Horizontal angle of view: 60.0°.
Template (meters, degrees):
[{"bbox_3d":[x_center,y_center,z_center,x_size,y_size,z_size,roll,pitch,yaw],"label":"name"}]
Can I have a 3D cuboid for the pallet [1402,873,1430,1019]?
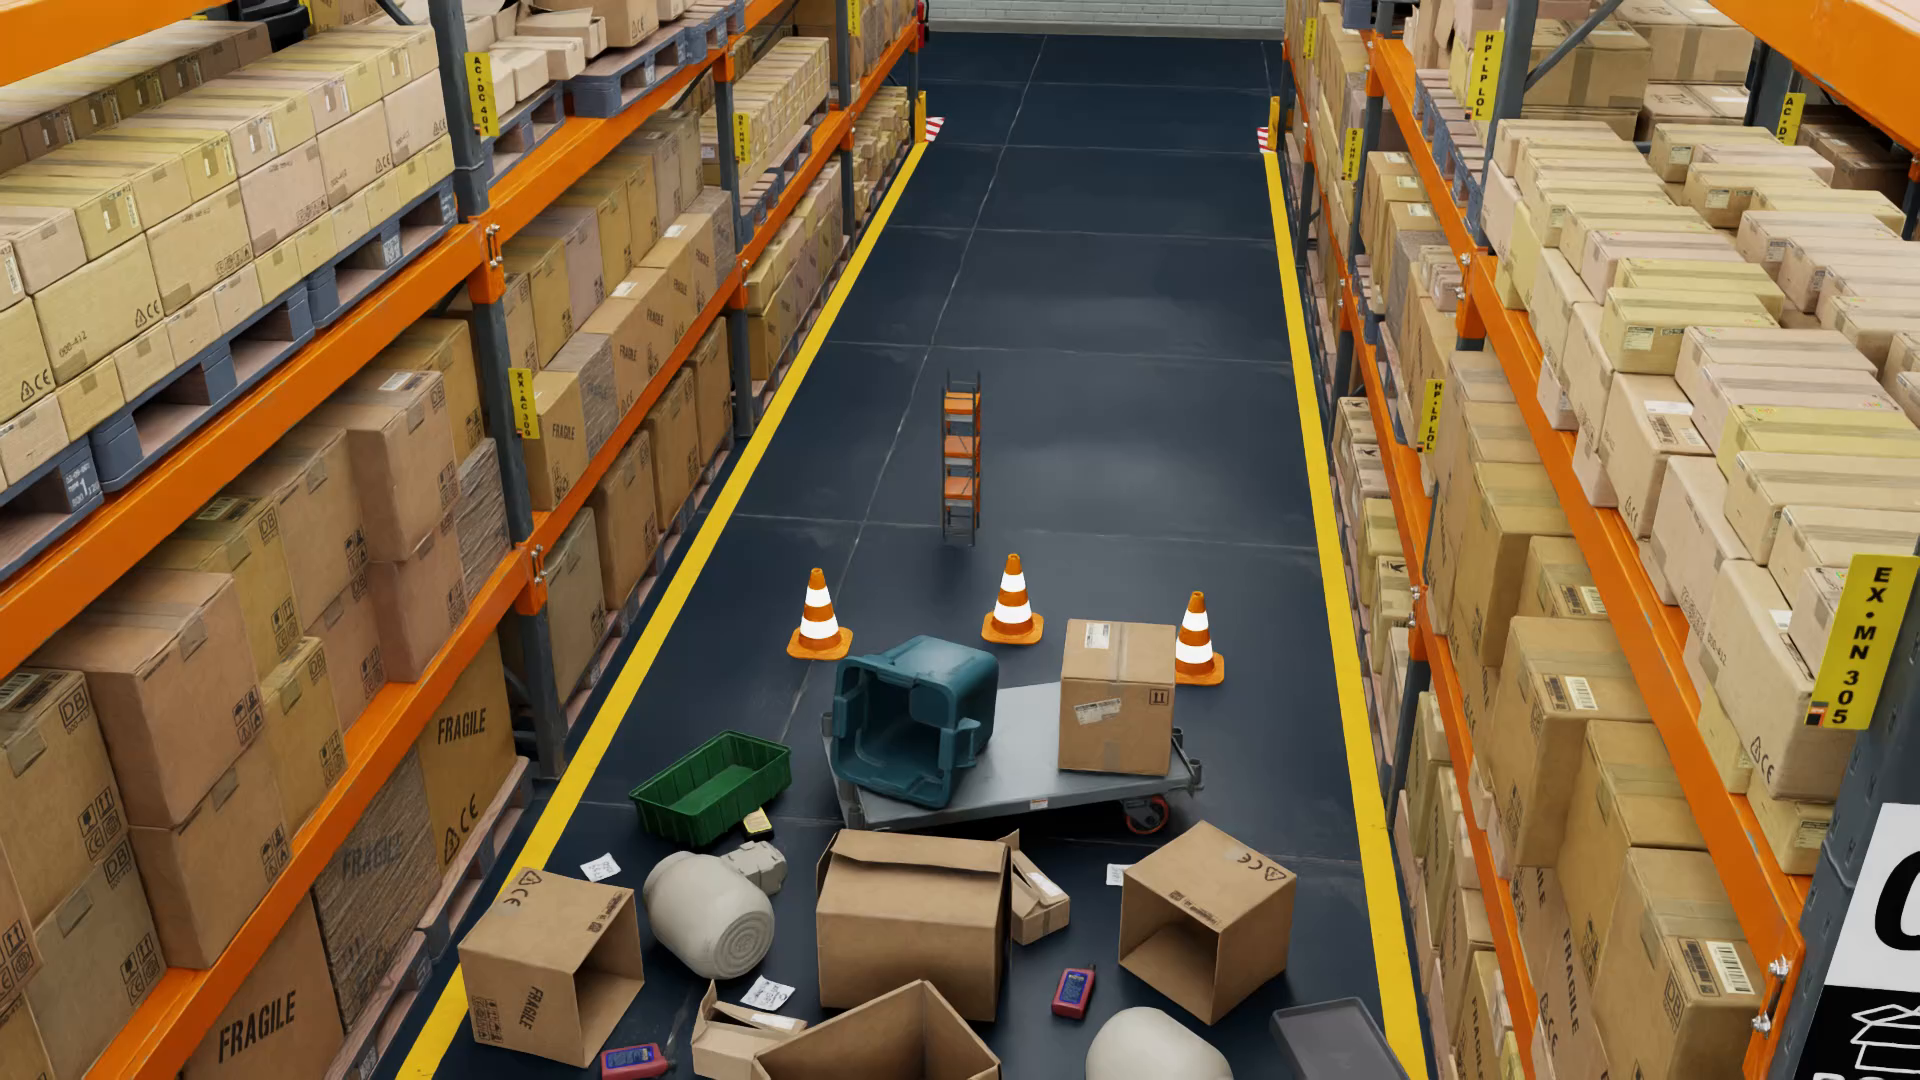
[{"bbox_3d":[2.443,1.582,7.091,1.003,0.211,1.213,3,28,6],"label":"pallet"}]

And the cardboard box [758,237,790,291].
[{"bbox_3d":[-1.557,-2.051,12.296,0.500,0.250,0.500,3,28,6],"label":"cardboard box"}]

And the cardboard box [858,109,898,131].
[{"bbox_3d":[-0.843,-4.288,16.983,0.380,0.149,0.250,4,29,8],"label":"cardboard box"}]

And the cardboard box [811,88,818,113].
[{"bbox_3d":[-1.370,-3.606,13.603,0.380,0.149,0.250,3,28,6],"label":"cardboard box"}]

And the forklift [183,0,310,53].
[{"bbox_3d":[-5.103,-2.244,11.325,3.031,2.935,1.130,11,30,19],"label":"forklift"}]

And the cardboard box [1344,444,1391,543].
[{"bbox_3d":[2.819,-0.261,9.901,0.950,0.372,0.625,3,28,5],"label":"cardboard box"}]

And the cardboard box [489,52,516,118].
[{"bbox_3d":[-2.113,-1.964,7.163,0.258,0.266,0.396,3,28,5],"label":"cardboard box"}]

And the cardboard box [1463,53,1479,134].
[{"bbox_3d":[2.485,-1.924,7.212,0.500,0.250,0.500,4,29,7],"label":"cardboard box"}]

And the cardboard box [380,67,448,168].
[{"bbox_3d":[-2.240,-1.572,6.138,0.500,0.250,0.500,3,28,6],"label":"cardboard box"}]

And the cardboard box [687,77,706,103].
[{"bbox_3d":[-2.146,-3.411,12.614,0.380,0.149,0.250,4,29,8],"label":"cardboard box"}]

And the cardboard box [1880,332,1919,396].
[{"bbox_3d":[2.507,-0.385,4.064,0.380,0.149,0.250,4,29,8],"label":"cardboard box"}]

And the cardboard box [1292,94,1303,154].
[{"bbox_3d":[3.979,-4.353,17.426,0.875,0.438,0.875,2,28,4],"label":"cardboard box"}]

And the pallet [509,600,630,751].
[{"bbox_3d":[-2.415,0.656,8.809,1.003,0.211,1.213,3,28,6],"label":"pallet"}]

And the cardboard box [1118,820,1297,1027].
[{"bbox_3d":[1.009,1.561,6.823,0.500,0.500,0.500,-24,36,-37],"label":"cardboard box"}]

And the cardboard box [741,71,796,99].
[{"bbox_3d":[-1.470,-3.492,12.764,0.380,0.149,0.250,2,28,4],"label":"cardboard box"}]

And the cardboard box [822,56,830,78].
[{"bbox_3d":[-1.307,-3.976,13.976,0.380,0.149,0.250,4,29,8],"label":"cardboard box"}]

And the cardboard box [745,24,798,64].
[{"bbox_3d":[-1.675,-4.389,14.815,0.500,0.500,0.500,3,28,6],"label":"cardboard box"}]

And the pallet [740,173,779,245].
[{"bbox_3d":[-1.963,-2.344,11.640,1.213,0.211,1.003,3,28,6],"label":"pallet"}]

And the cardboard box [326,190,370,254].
[{"bbox_3d":[-2.254,-1.092,5.668,0.380,0.149,0.250,3,29,6],"label":"cardboard box"}]

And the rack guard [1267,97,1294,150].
[{"bbox_3d":[3.964,-4.523,18.119,1.175,0.500,0.348,3,28,6],"label":"rack guard"}]

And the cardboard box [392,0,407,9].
[{"bbox_3d":[-5.855,-5.286,16.744,0.500,0.250,0.500,3,29,6],"label":"cardboard box"}]

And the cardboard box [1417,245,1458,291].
[{"bbox_3d":[2.405,-1.295,7.946,0.380,0.149,0.250,2,28,4],"label":"cardboard box"}]

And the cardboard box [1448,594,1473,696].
[{"bbox_3d":[2.122,0.290,6.130,0.500,0.500,0.500,3,28,6],"label":"cardboard box"}]

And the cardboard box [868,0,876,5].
[{"bbox_3d":[-1.016,-5.263,15.384,0.500,0.500,0.500,4,29,7],"label":"cardboard box"}]

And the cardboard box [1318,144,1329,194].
[{"bbox_3d":[2.944,-2.753,12.355,0.500,0.250,0.500,3,28,5],"label":"cardboard box"}]

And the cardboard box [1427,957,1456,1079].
[{"bbox_3d":[2.034,1.826,6.155,0.500,0.250,0.500,3,28,6],"label":"cardboard box"}]

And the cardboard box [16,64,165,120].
[{"bbox_3d":[-2.909,-1.483,5.554,0.380,0.149,0.250,3,28,5],"label":"cardboard box"}]

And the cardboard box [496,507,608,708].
[{"bbox_3d":[-2.448,0.304,8.452,1.050,0.750,0.750,3,28,6],"label":"cardboard box"}]

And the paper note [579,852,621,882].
[{"bbox_3d":[-1.618,1.472,7.485,0.147,0.020,0.142,-17,33,-29],"label":"paper note"}]

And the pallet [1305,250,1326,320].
[{"bbox_3d":[3.451,-2.134,13.989,1.003,0.211,1.213,3,28,6],"label":"pallet"}]

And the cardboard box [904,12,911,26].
[{"bbox_3d":[-0.724,-5.572,17.695,0.380,0.149,0.250,3,28,6],"label":"cardboard box"}]

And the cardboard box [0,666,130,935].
[{"bbox_3d":[-2.865,0.701,4.490,0.875,0.550,0.550,3,28,6],"label":"cardboard box"}]

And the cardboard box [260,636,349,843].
[{"bbox_3d":[-2.661,0.667,5.691,0.875,0.550,0.500,3,28,6],"label":"cardboard box"}]

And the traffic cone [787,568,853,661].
[{"bbox_3d":[-0.771,0.369,9.076,0.336,0.463,0.334,3,28,6],"label":"traffic cone"}]

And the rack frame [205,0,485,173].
[{"bbox_3d":[-2.434,-2.845,6.043,1.000,3.000,0.127,3,28,6],"label":"rack frame"}]

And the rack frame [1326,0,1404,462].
[{"bbox_3d":[2.981,-1.847,10.515,1.000,3.000,0.127,3,28,6],"label":"rack frame"}]

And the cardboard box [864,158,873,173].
[{"bbox_3d":[-1.063,-3.679,16.165,0.380,0.149,0.250,5,29,9],"label":"cardboard box"}]

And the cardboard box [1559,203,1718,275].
[{"bbox_3d":[2.045,-0.906,5.030,0.380,0.149,0.250,2,28,5],"label":"cardboard box"}]

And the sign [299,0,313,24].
[{"bbox_3d":[-5.825,-4.753,14.773,0.100,0.325,0.005,3,28,6],"label":"sign"}]

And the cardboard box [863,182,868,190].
[{"bbox_3d":[-1.079,-3.297,15.771,0.380,0.149,0.250,3,28,6],"label":"cardboard box"}]

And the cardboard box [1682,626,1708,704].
[{"bbox_3d":[1.831,0.283,3.665,0.380,0.149,0.250,4,29,8],"label":"cardboard box"}]

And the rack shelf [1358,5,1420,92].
[{"bbox_3d":[3.226,-3.792,11.722,1.077,0.370,4.000,3,28,6],"label":"rack shelf"}]

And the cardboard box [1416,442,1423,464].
[{"bbox_3d":[2.330,-0.419,7.688,0.380,0.149,0.250,3,28,5],"label":"cardboard box"}]

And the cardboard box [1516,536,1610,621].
[{"bbox_3d":[2.075,0.340,4.983,0.700,0.500,0.500,3,28,6],"label":"cardboard box"}]

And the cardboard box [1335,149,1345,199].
[{"bbox_3d":[2.847,-2.485,11.331,0.500,0.250,0.500,3,28,5],"label":"cardboard box"}]

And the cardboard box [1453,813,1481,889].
[{"bbox_3d":[1.984,1.132,5.967,0.380,0.149,0.250,5,29,9],"label":"cardboard box"}]

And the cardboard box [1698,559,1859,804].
[{"bbox_3d":[1.796,0.277,3.255,0.500,0.250,0.500,3,28,6],"label":"cardboard box"}]

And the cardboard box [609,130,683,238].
[{"bbox_3d":[-2.070,-2.122,9.867,0.700,0.500,0.500,3,28,5],"label":"cardboard box"}]

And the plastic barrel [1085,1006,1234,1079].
[{"bbox_3d":[0.751,1.993,6.104,0.421,0.421,0.512,-24,36,-37],"label":"plastic barrel"}]

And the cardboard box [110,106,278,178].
[{"bbox_3d":[-2.318,-1.209,5.045,0.380,0.149,0.250,3,28,6],"label":"cardboard box"}]

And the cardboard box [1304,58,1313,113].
[{"bbox_3d":[3.274,-4.007,14.419,0.500,0.500,0.500,4,29,7],"label":"cardboard box"}]

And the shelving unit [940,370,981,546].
[{"bbox_3d":[0.007,-0.487,10.048,0.215,1.050,0.252,3,28,6],"label":"shelving unit"}]

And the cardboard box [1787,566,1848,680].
[{"bbox_3d":[1.749,0.182,3.012,0.380,0.149,0.250,4,29,7],"label":"cardboard box"}]

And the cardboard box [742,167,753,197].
[{"bbox_3d":[-1.656,-2.486,11.524,0.380,0.149,0.250,5,29,9],"label":"cardboard box"}]

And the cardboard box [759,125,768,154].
[{"bbox_3d":[-1.595,-2.880,11.942,0.380,0.149,0.250,3,29,6],"label":"cardboard box"}]

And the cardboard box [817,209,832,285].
[{"bbox_3d":[-1.358,-2.450,13.827,0.500,0.500,0.500,3,28,5],"label":"cardboard box"}]
